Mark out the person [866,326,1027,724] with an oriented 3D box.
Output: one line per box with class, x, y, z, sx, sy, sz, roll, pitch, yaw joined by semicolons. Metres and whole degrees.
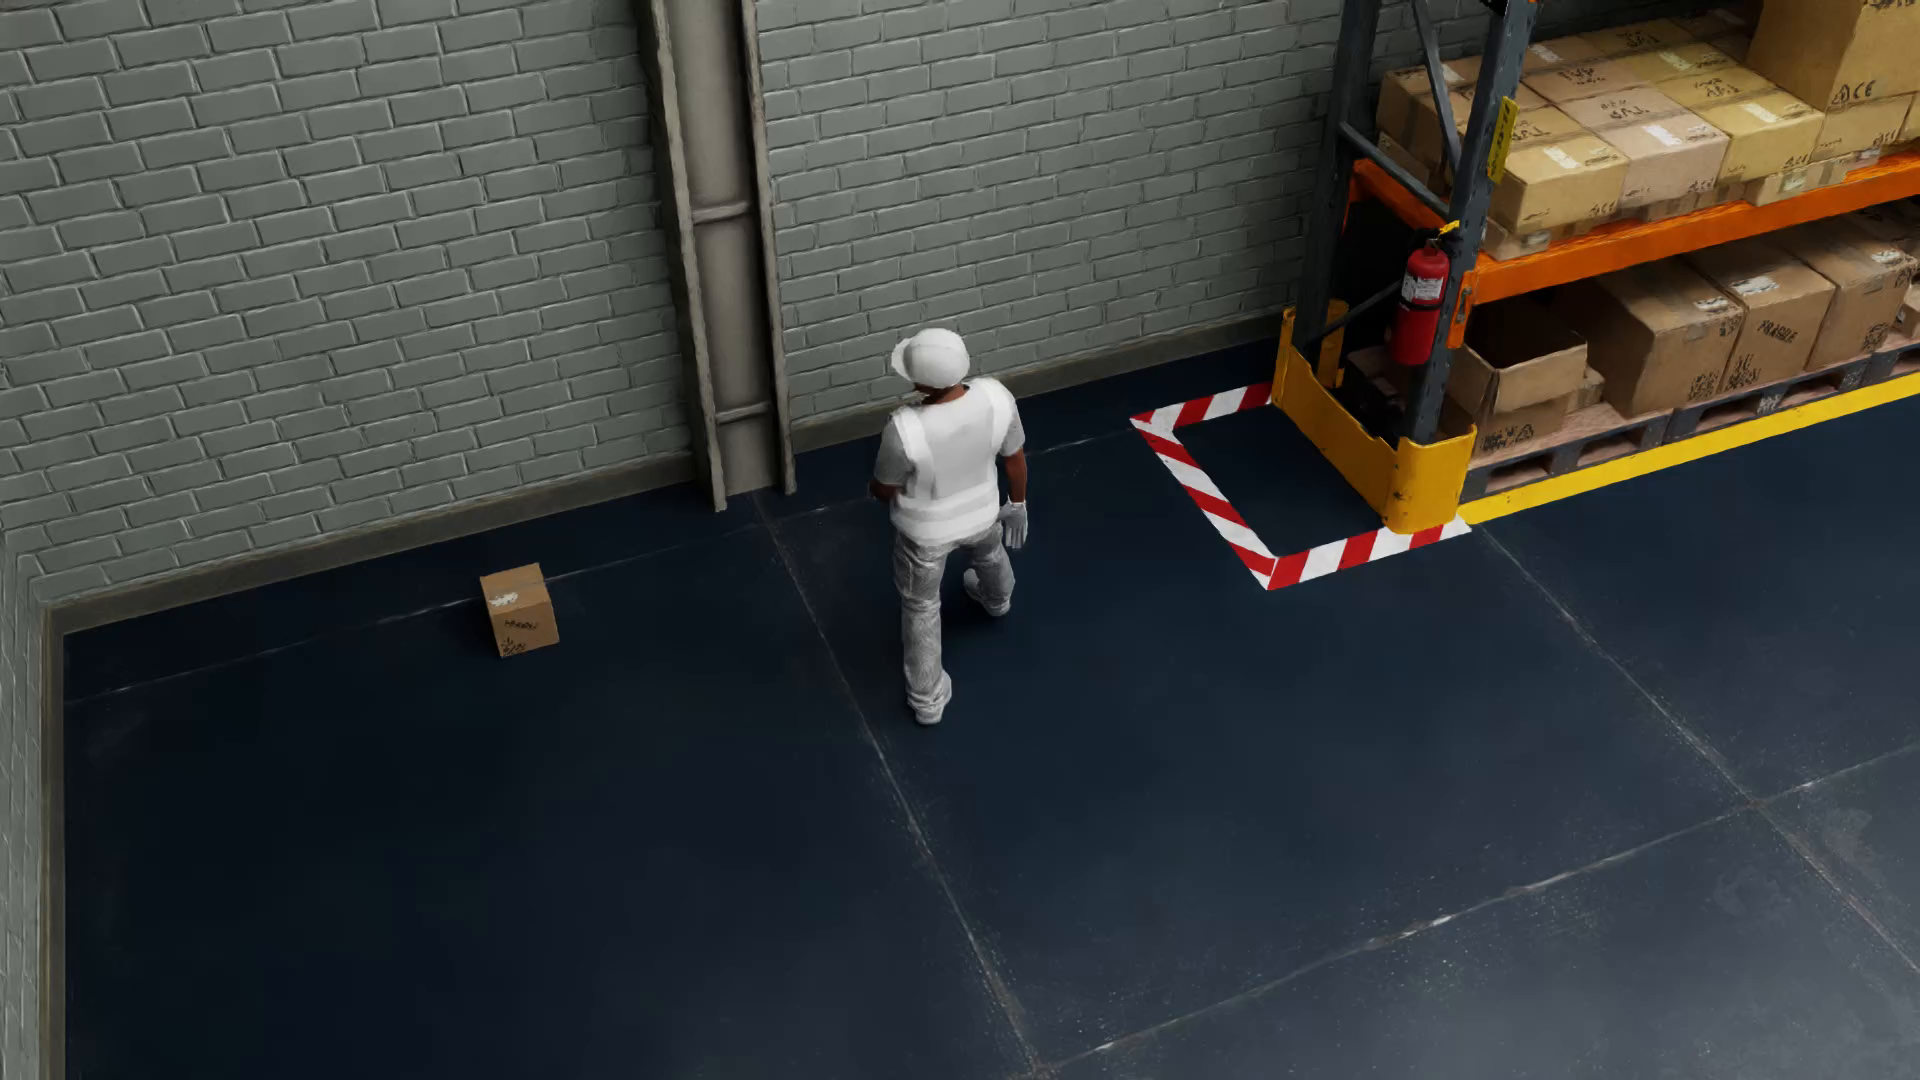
person;-0.046;-0.180;6.381;0.727;1.748;0.679;-21;46;-22
